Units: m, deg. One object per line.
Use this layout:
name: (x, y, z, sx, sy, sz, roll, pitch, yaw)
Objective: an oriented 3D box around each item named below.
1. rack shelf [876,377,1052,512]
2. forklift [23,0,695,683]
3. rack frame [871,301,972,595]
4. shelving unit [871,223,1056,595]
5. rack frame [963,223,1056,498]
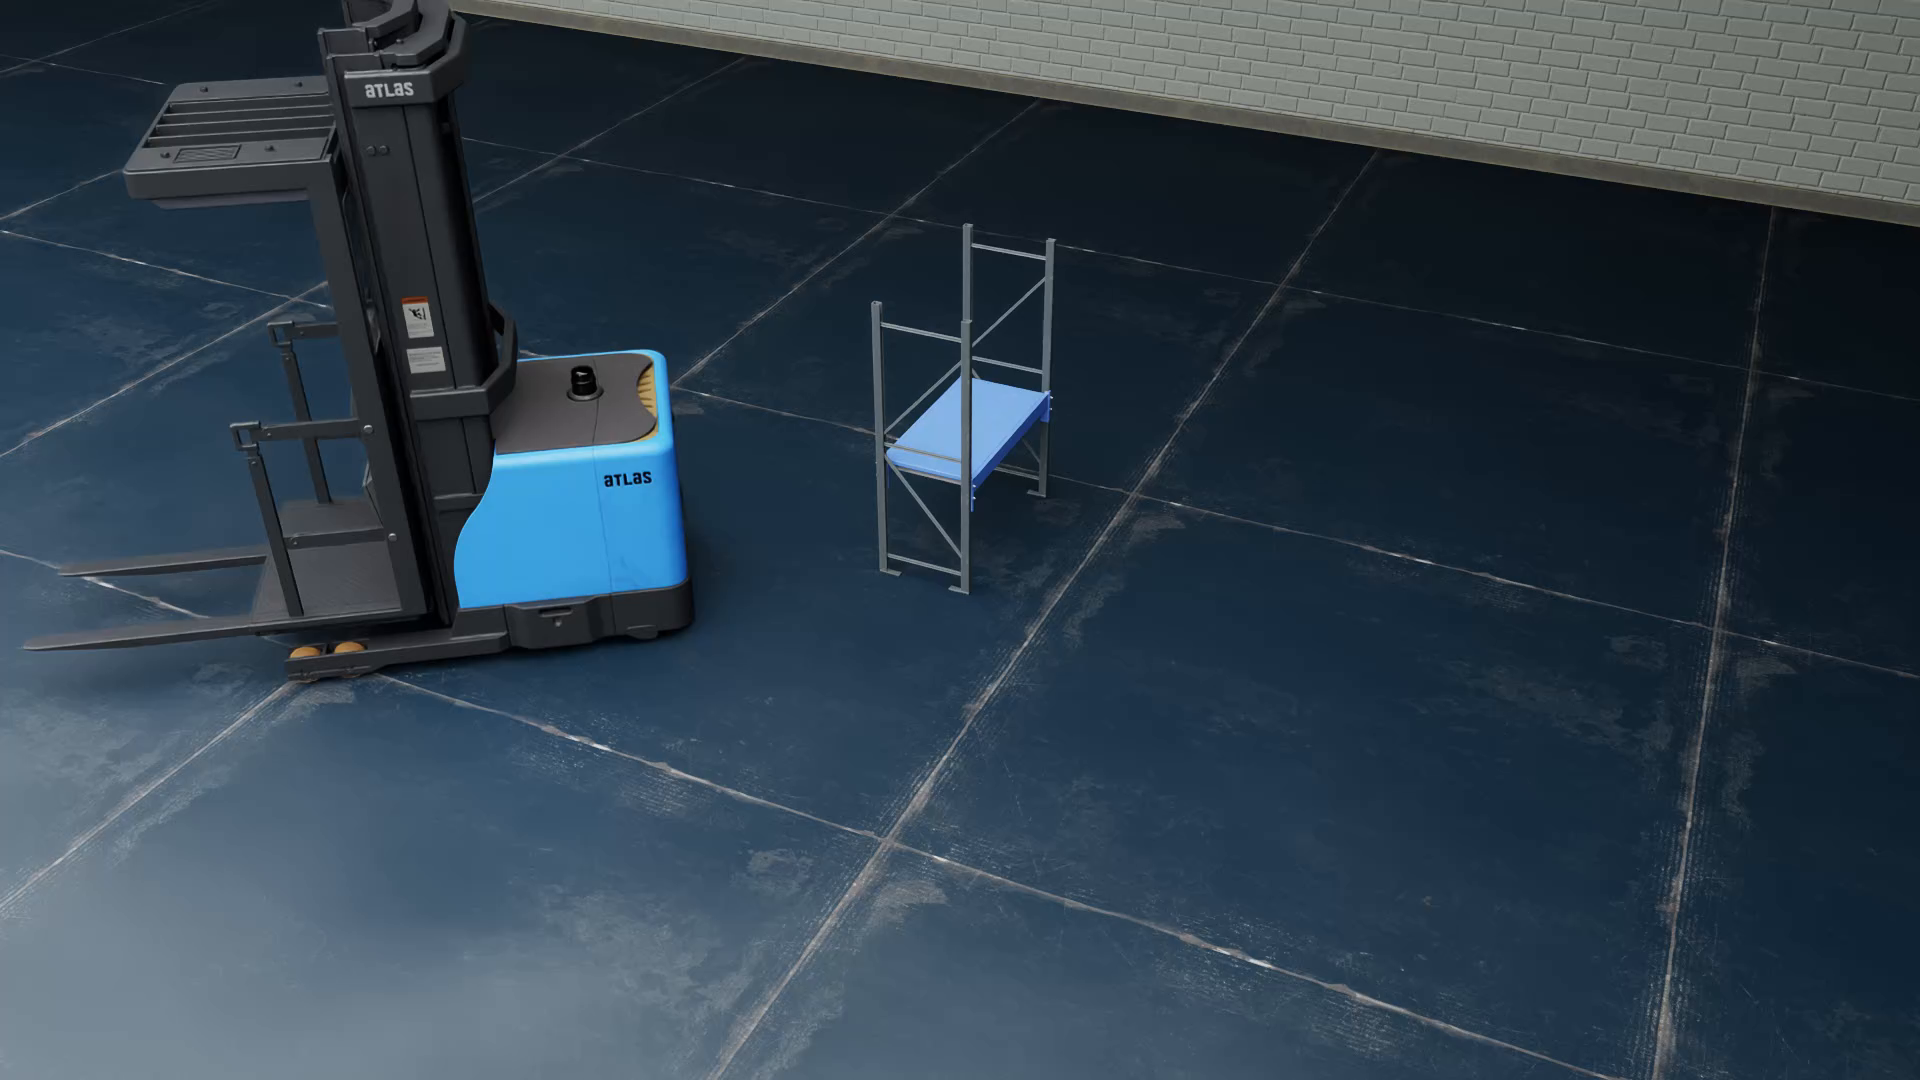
rack shelf: (0.036, -0.519, 8.502, 0.538, 0.185, 1.000, 14, 36, 20)
forklift: (-2.852, -0.877, 7.415, 3.031, 2.935, 1.130, -6, 34, -9)
rack frame: (-0.177, -0.417, 8.017, 0.500, 1.500, 0.032, 14, 36, 20)
shelving unit: (0.036, -0.670, 8.404, 0.538, 1.500, 1.048, 14, 36, 20)
rack frame: (0.248, -0.923, 8.790, 0.500, 1.500, 0.032, 14, 36, 20)
